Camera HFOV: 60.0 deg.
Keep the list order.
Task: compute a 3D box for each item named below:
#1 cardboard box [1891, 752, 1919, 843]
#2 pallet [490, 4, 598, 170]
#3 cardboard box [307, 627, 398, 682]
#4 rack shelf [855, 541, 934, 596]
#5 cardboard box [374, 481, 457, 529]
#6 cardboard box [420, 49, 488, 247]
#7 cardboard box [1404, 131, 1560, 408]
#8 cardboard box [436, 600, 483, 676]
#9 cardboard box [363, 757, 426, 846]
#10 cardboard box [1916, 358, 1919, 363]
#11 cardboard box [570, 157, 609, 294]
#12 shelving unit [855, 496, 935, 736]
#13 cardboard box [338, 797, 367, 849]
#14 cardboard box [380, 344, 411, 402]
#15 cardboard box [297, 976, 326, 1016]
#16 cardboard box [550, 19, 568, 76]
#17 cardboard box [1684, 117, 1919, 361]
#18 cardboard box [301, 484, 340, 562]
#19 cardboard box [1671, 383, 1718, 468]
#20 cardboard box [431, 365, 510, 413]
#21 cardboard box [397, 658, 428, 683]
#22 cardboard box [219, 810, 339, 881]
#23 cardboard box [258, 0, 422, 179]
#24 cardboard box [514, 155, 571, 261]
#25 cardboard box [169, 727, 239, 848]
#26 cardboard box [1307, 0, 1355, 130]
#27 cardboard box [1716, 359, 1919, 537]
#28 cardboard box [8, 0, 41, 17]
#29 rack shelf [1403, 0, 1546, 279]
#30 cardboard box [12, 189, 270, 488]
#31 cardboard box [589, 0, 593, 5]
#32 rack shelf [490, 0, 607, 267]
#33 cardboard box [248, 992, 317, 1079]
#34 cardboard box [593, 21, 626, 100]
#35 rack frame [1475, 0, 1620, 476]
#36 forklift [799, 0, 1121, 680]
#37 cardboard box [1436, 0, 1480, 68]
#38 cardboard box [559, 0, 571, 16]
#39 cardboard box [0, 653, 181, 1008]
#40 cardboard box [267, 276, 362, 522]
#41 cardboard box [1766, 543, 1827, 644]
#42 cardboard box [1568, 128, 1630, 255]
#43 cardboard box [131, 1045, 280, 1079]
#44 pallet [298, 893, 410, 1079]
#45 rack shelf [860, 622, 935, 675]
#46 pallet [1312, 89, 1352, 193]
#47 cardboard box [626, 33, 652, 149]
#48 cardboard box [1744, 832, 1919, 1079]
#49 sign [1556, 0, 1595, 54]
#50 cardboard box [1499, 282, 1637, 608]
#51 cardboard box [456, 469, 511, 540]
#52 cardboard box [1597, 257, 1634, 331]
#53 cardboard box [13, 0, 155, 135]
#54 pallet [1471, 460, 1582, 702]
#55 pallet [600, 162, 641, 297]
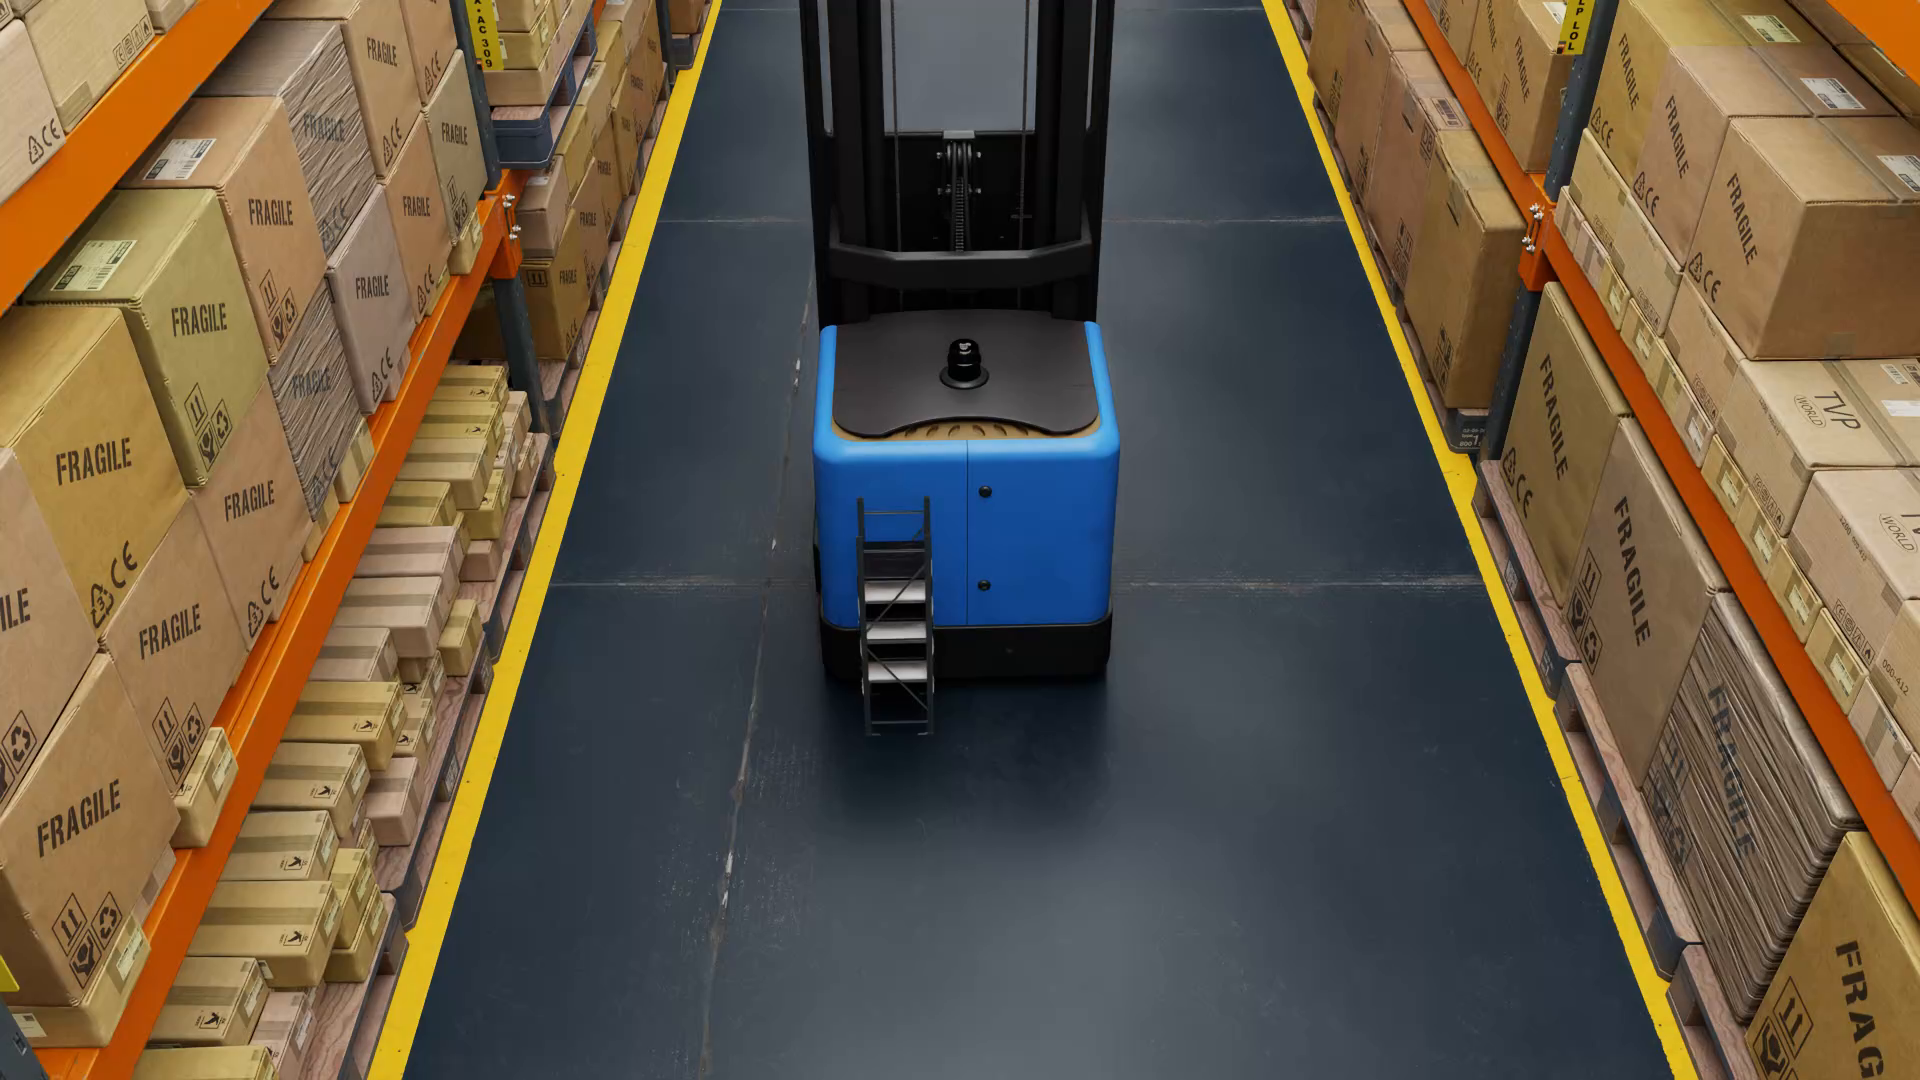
[{"bbox_3d":[2.380,0.620,3.779,0.380,0.149,0.250,0,39,0],"label":"cardboard box"},{"bbox_3d":[-2.109,-1.900,6.875,1.003,0.211,1.213,0,39,0],"label":"pallet"},{"bbox_3d":[-2.027,0.413,5.304,0.380,0.149,0.250,0,39,0],"label":"cardboard box"},{"bbox_3d":[-0.217,0.090,5.540,0.258,0.077,0.200,-1,39,-1],"label":"rack shelf"},{"bbox_3d":[-2.023,-0.080,5.919,0.380,0.149,0.250,1,39,1],"label":"cardboard box"},{"bbox_3d":[-1.970,-1.349,5.717,0.500,0.500,0.500,0,39,0],"label":"cardboard box"},{"bbox_3d":[2.686,-1.172,7.177,1.225,0.875,0.875,0,39,0],"label":"cardboard box"},{"bbox_3d":[-1.911,0.344,5.866,0.380,0.149,0.250,0,39,0],"label":"cardboard box"},{"bbox_3d":[-1.918,0.831,5.258,0.380,0.149,0.250,-2,39,-2],"label":"cardboard box"},{"bbox_3d":[2.973,-0.576,4.952,0.500,0.250,0.500,1,39,1],"label":"cardboard box"},{"bbox_3d":[-1.991,-1.478,7.859,0.500,0.500,0.500,2,39,2],"label":"cardboard box"},{"bbox_3d":[-0.217,0.274,5.688,0.258,0.900,0.210,-1,39,-1],"label":"shelving unit"},{"bbox_3d":[-2.012,0.859,4.986,0.380,0.149,0.250,-2,39,-2],"label":"cardboard box"},{"bbox_3d":[-1.963,-0.561,5.252,0.380,0.149,0.250,-2,39,-2],"label":"cardboard box"},{"bbox_3d":[-2.019,1.307,4.665,0.380,0.149,0.250,0,39,0],"label":"cardboard box"},{"bbox_3d":[-1.800,-1.982,6.690,0.380,0.149,0.250,1,39,1],"label":"cardboard box"},{"bbox_3d":[2.450,-0.854,4.699,0.500,0.500,0.500,-1,39,-1],"label":"cardboard box"},{"bbox_3d":[-1.974,-0.075,4.646,0.380,0.149,0.250,1,39,2],"label":"cardboard box"},{"bbox_3d":[2.376,-0.343,4.980,0.380,0.149,0.250,0,39,0],"label":"cardboard box"},{"bbox_3d":[-1.993,-0.558,6.516,0.380,0.149,0.250,1,39,1],"label":"cardboard box"},{"bbox_3d":[-2.002,0.353,5.617,0.380,0.149,0.250,-2,39,-2],"label":"cardboard box"},{"bbox_3d":[-1.986,0.908,4.686,0.380,0.149,0.250,-2,39,-2],"label":"cardboard box"},{"bbox_3d":[-1.976,-1.425,5.012,0.500,0.500,0.500,-1,39,-1],"label":"cardboard box"},{"bbox_3d":[-1.990,-1.440,7.212,0.500,0.250,0.500,-2,39,-2],"label":"cardboard box"},{"bbox_3d":[-1.910,0.573,3.838,0.380,0.149,0.250,-1,39,-1],"label":"cardboard box"},{"bbox_3d":[2.682,-2.842,9.260,1.225,0.875,0.875,-2,39,-2],"label":"cardboard box"},{"bbox_3d":[2.440,-0.257,4.554,0.500,0.250,0.500,0,39,0],"label":"cardboard box"},{"bbox_3d":[-1.980,-1.219,3.194,0.500,0.250,0.500,0,39,0],"label":"cardboard box"},{"bbox_3d":[2.704,-2.407,7.930,1.077,0.370,4.000,0,39,0],"label":"rack shelf"},{"bbox_3d":[-1.969,-0.462,3.811,0.500,0.500,0.500,-1,39,-1],"label":"cardboard box"},{"bbox_3d":[-1.796,-2.455,7.280,0.380,0.149,0.250,-2,39,-2],"label":"cardboard box"},{"bbox_3d":[-2.256,-2.467,8.004,1.077,0.370,4.000,0,39,0],"label":"rack shelf"},{"bbox_3d":[-1.937,1.338,4.387,0.380,0.149,0.250,0,39,0],"label":"cardboard box"},{"bbox_3d":[-1.999,-2.418,8.432,0.500,0.250,0.500,1,39,1],"label":"cardboard box"},{"bbox_3d":[2.707,-1.437,6.144,1.000,3.000,0.127,0,39,0],"label":"rack frame"},{"bbox_3d":[-0.018,-1.538,6.325,1.130,2.935,3.031,-1,39,-1],"label":"forklift"},{"bbox_3d":[2.432,-2.404,7.272,0.500,0.500,0.500,0,39,-1],"label":"cardboard box"},{"bbox_3d":[-1.797,-2.249,6.784,0.380,0.149,0.250,1,39,1],"label":"cardboard box"},{"bbox_3d":[-1.973,0.569,3.324,0.500,0.500,0.500,2,39,2],"label":"cardboard box"},{"bbox_3d":[-1.994,-0.391,4.521,0.500,0.500,0.500,-1,39,-1],"label":"cardboard box"},{"bbox_3d":[2.378,0.139,4.379,0.380,0.149,0.250,0,39,0],"label":"cardboard box"},{"bbox_3d":[2.445,-1.200,5.731,0.500,0.250,0.500,-1,39,-1],"label":"cardboard box"},{"bbox_3d":[-1.910,1.393,4.081,0.380,0.149,0.250,-2,39,-2],"label":"cardboard box"},{"bbox_3d":[-2.214,1.537,4.663,1.003,0.211,1.213,0,39,0],"label":"pallet"},{"bbox_3d":[-0.217,0.370,5.765,0.258,0.077,0.200,-1,39,-1],"label":"rack shelf"},{"bbox_3d":[2.628,-2.357,9.523,1.003,0.211,1.213,0,39,0],"label":"pallet"},{"bbox_3d":[-1.999,-2.450,9.072,0.500,0.500,0.500,1,39,2],"label":"cardboard box"},{"bbox_3d":[2.631,1.330,4.055,0.875,0.875,0.875,0,39,0],"label":"cardboard box"},{"bbox_3d":[2.164,-1.851,5.799,0.100,0.325,0.005,0,39,0],"label":"sign"},{"bbox_3d":[2.627,-0.359,6.162,0.875,0.875,0.875,0,39,0],"label":"cardboard box"},{"bbox_3d":[-1.904,-0.130,6.220,0.380,0.149,0.250,-1,39,-2],"label":"cardboard box"},{"bbox_3d":[2.376,-0.825,5.581,0.380,0.149,0.250,1,39,1],"label":"cardboard box"},{"bbox_3d":[-2.003,-1.039,3.370,0.500,0.250,0.500,-1,39,-2],"label":"cardboard box"},{"bbox_3d":[2.629,0.127,6.423,1.003,0.211,1.213,0,39,0],"label":"pallet"},{"bbox_3d":[-2.260,-1.660,8.653,1.003,0.211,1.213,0,39,0],"label":"pallet"}]
